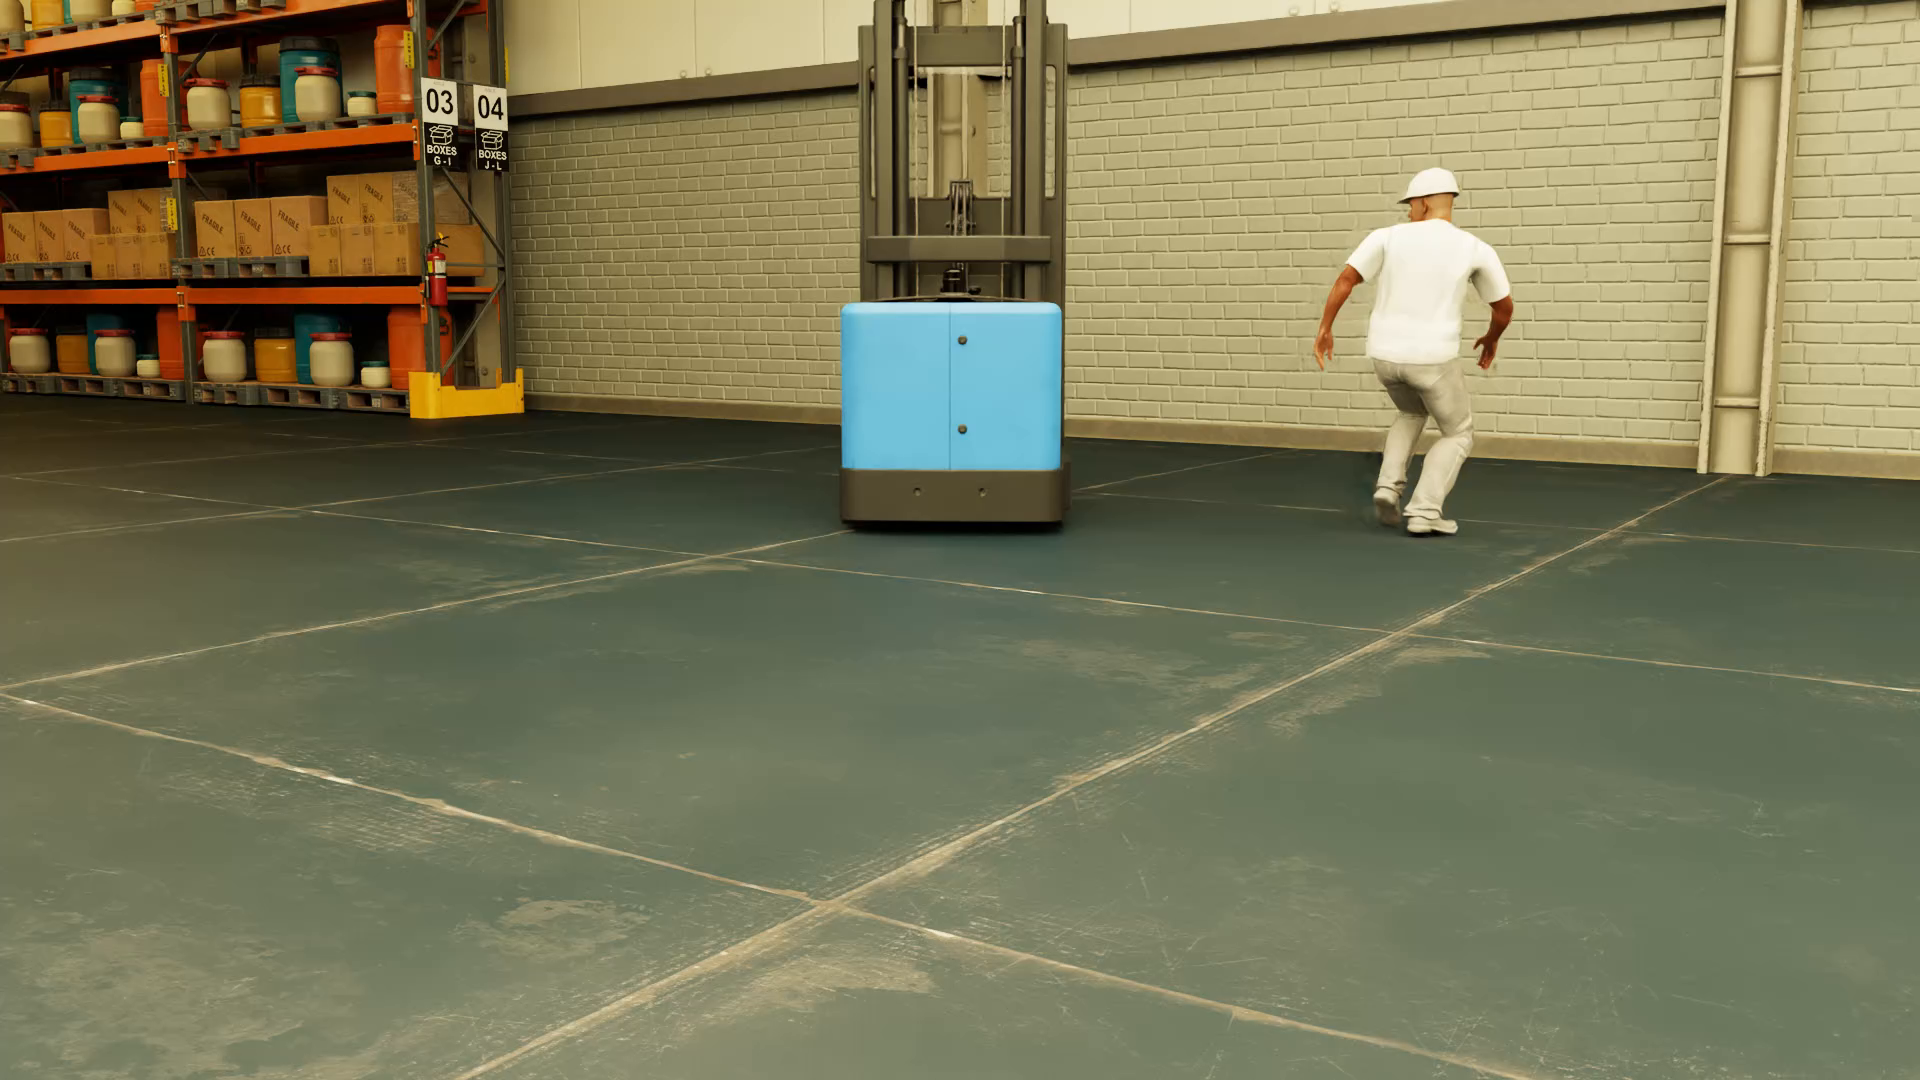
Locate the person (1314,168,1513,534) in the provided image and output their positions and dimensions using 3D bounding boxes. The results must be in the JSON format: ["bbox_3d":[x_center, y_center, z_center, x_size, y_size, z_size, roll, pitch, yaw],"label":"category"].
[{"bbox_3d":[2.146,-0.859,7.748,0.753,1.713,0.753,7,11,41],"label":"person"}]

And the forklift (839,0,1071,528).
[{"bbox_3d":[0.029,-1.679,8.999,1.130,2.935,3.031,0,8,3],"label":"forklift"}]
